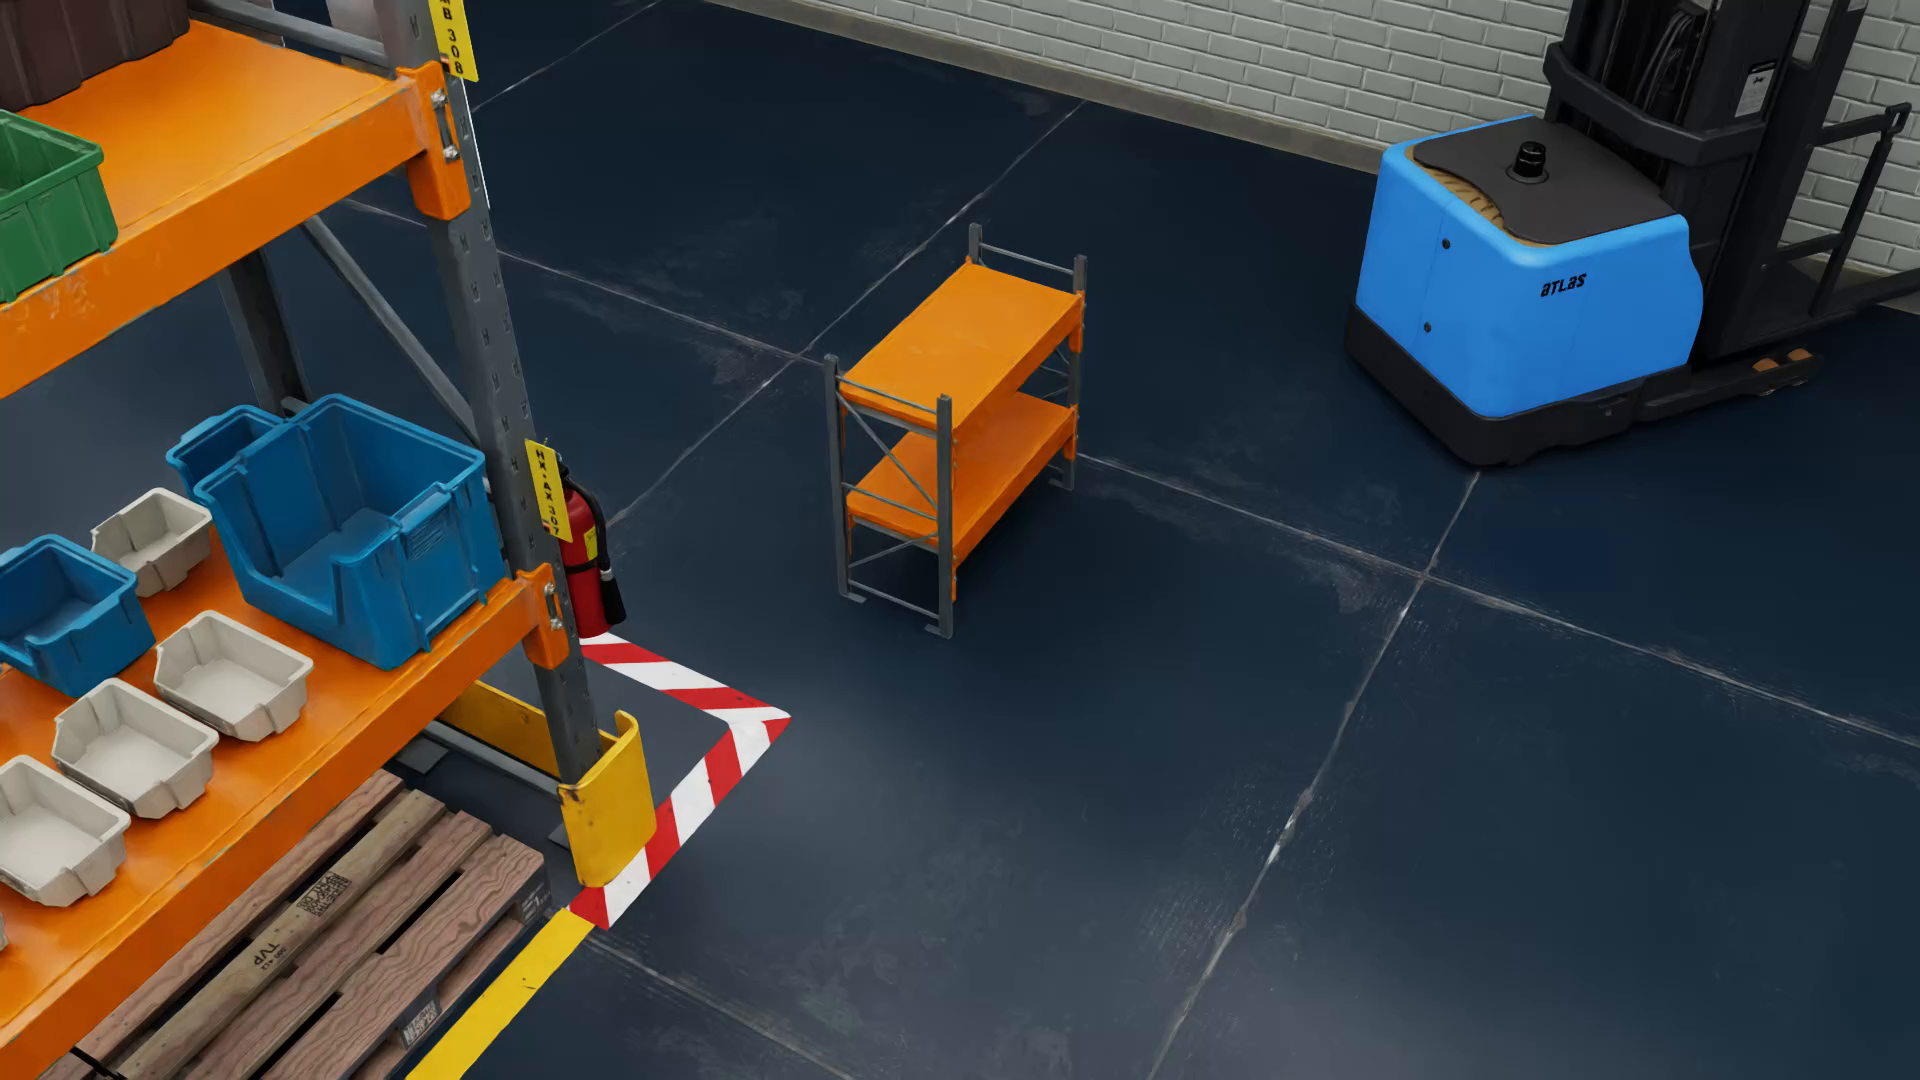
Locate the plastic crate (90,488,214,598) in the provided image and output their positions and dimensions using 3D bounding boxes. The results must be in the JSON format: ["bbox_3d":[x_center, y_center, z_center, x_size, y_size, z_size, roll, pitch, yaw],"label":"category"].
[{"bbox_3d":[-2.238,0.023,4.608,0.250,0.136,0.298,21,45,22],"label":"plastic crate"}]

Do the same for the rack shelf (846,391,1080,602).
[{"bbox_3d":[0.003,-0.243,6.544,0.538,0.278,1.000,21,45,22],"label":"rack shelf"}]

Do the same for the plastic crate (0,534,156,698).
[{"bbox_3d":[-2.335,0.208,4.326,0.416,0.233,0.300,21,45,22],"label":"plastic crate"}]

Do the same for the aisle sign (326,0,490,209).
[{"bbox_3d":[-1.307,-1.162,3.832,0.394,0.787,0.004,21,45,22],"label":"aisle sign"}]

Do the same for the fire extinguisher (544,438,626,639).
[{"bbox_3d":[-1.128,-0.009,4.831,0.296,0.674,0.183,21,45,22],"label":"fire extinguisher"}]

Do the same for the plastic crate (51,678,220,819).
[{"bbox_3d":[-2.006,0.522,4.041,0.396,0.136,0.243,21,45,22],"label":"plastic crate"}]

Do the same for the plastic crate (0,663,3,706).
[{"bbox_3d":[-2.577,0.411,4.167,0.250,0.136,0.298,21,45,22],"label":"plastic crate"}]

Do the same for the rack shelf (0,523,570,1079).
[{"bbox_3d":[-2.598,1.173,3.693,1.077,0.370,4.000,21,45,22],"label":"rack shelf"}]

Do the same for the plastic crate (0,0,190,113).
[{"bbox_3d":[-2.031,-1.190,3.661,0.497,0.269,0.590,21,45,22],"label":"plastic crate"}]

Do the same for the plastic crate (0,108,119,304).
[{"bbox_3d":[-1.843,-0.629,3.085,0.450,0.188,0.336,21,45,22],"label":"plastic crate"}]

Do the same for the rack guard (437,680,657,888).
[{"bbox_3d":[-1.596,0.678,5.601,1.175,0.500,0.348,21,45,22],"label":"rack guard"}]

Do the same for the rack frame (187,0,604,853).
[{"bbox_3d":[-1.597,-0.242,4.755,1.000,3.000,0.127,21,45,22],"label":"rack frame"}]

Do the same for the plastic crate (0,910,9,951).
[{"bbox_3d":[-2.256,0.865,3.652,0.298,0.136,0.250,21,45,22],"label":"plastic crate"}]

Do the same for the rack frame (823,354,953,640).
[{"bbox_3d":[-0.251,-0.135,6.052,0.500,1.125,0.032,21,45,22],"label":"rack frame"}]

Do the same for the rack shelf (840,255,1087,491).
[{"bbox_3d":[0.003,-0.646,6.189,0.538,0.278,1.000,21,45,22],"label":"rack shelf"}]

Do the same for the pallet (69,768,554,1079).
[{"bbox_3d":[-2.043,1.264,5.155,1.003,0.211,1.213,21,45,22],"label":"pallet"}]

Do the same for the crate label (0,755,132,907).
[{"bbox_3d":[-2.124,0.690,3.851,0.396,0.136,0.243,21,45,22],"label":"crate label"}]

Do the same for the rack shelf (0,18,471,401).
[{"bbox_3d":[-2.598,0.047,2.702,1.077,0.370,4.000,21,45,22],"label":"rack shelf"}]

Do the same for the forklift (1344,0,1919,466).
[{"bbox_3d":[3.332,-2.053,6.863,3.031,2.935,1.130,-16,44,-17],"label":"forklift"}]

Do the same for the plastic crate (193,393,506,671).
[{"bbox_3d":[-1.603,-0.024,4.436,0.616,0.435,0.499,21,45,22],"label":"plastic crate"}]

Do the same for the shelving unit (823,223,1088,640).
[{"bbox_3d":[0.003,-0.426,6.383,0.538,1.125,1.048,21,45,22],"label":"shelving unit"}]

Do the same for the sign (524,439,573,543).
[{"bbox_3d":[-1.113,-0.130,4.505,0.100,0.325,0.005,21,45,22],"label":"sign"}]

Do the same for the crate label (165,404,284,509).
[{"bbox_3d":[-2.006,-0.169,4.754,0.416,0.233,0.303,21,45,22],"label":"crate label"}]

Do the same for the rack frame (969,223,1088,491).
[{"bbox_3d":[0.258,-0.717,6.713,0.500,1.125,0.032,21,45,22],"label":"rack frame"}]

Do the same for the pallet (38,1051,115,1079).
[{"bbox_3d":[-2.655,1.959,4.366,1.003,0.211,1.213,21,45,22],"label":"pallet"}]

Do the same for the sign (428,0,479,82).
[{"bbox_3d":[-1.113,-1.156,3.602,0.100,0.325,0.005,21,45,22],"label":"sign"}]

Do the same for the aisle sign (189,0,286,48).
[{"bbox_3d":[-1.818,-1.357,4.054,0.394,0.787,0.004,21,45,22],"label":"aisle sign"}]

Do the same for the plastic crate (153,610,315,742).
[{"bbox_3d":[-1.848,0.361,4.224,0.396,0.136,0.243,21,45,22],"label":"plastic crate"}]
